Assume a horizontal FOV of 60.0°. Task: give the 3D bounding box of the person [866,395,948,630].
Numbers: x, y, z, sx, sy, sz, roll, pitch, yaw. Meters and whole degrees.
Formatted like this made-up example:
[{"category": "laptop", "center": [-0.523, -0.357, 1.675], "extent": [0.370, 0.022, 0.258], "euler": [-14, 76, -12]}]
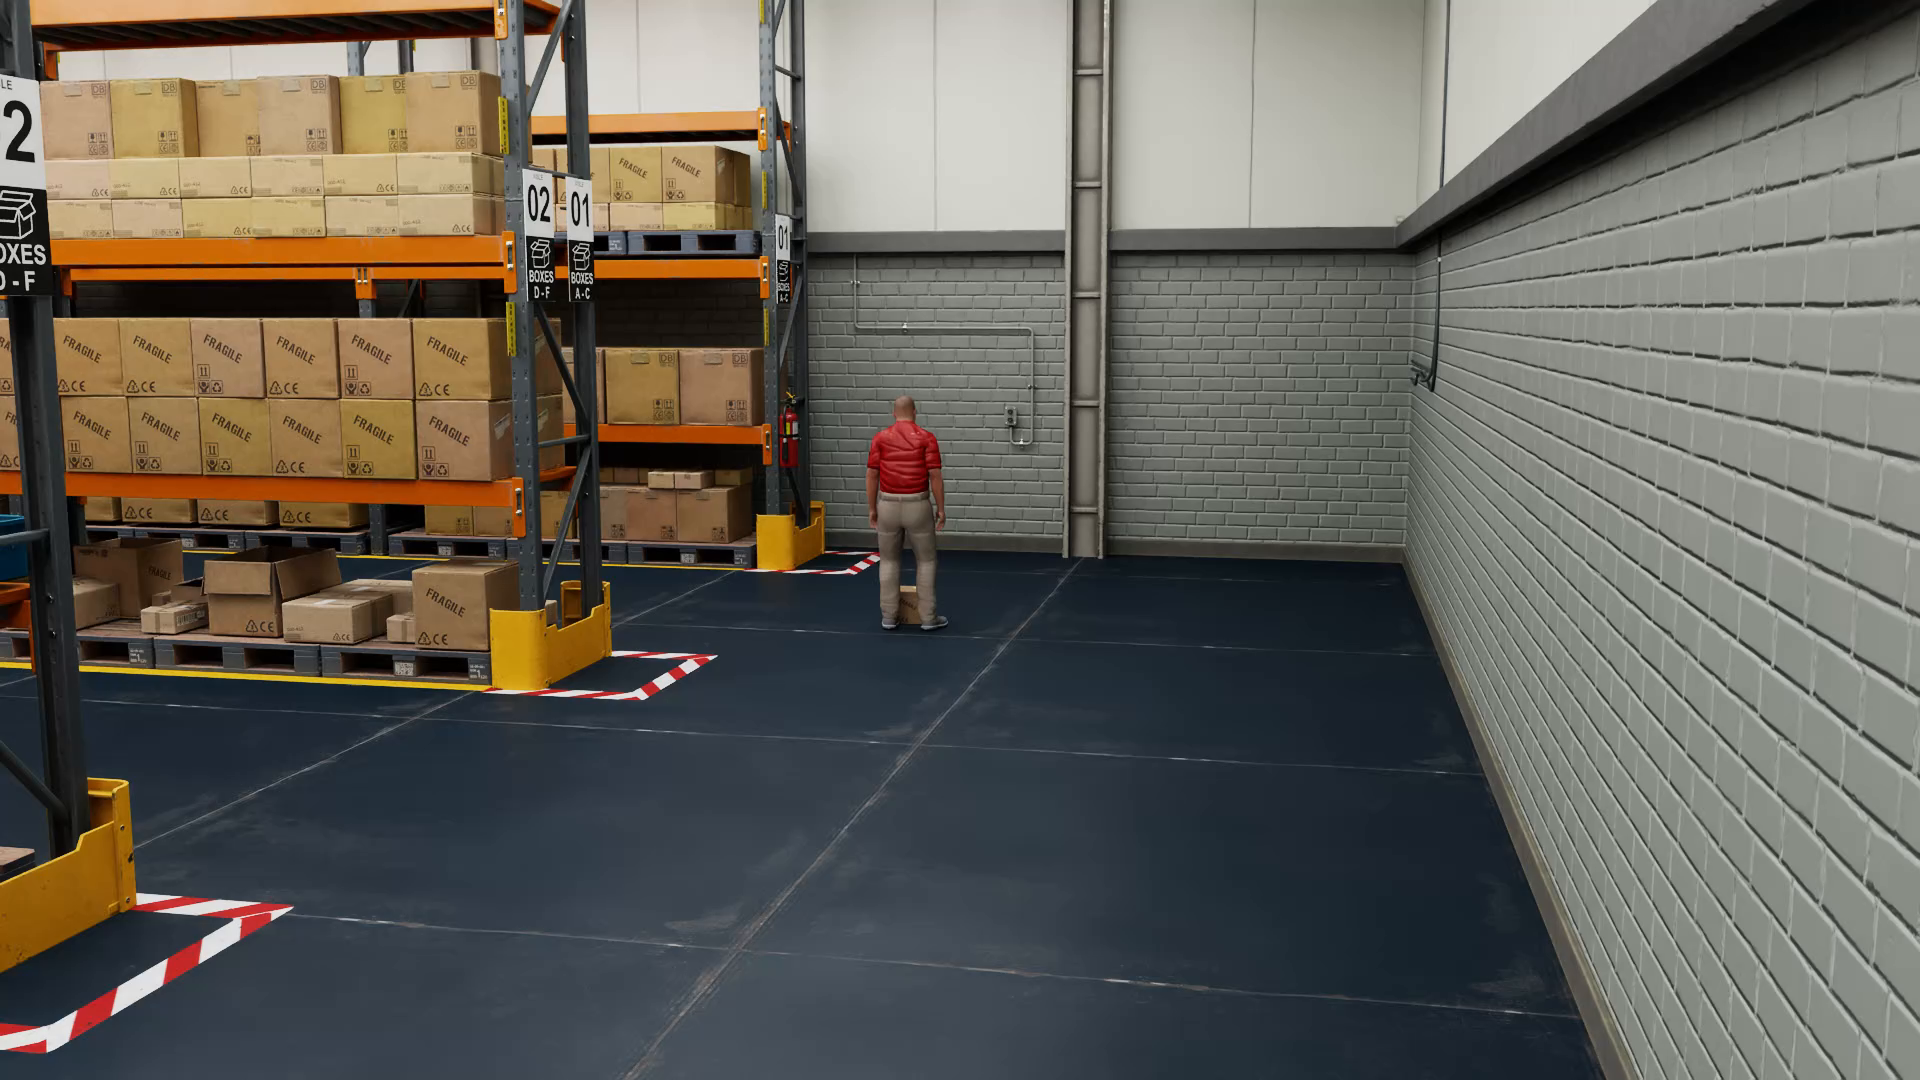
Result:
[{"category": "person", "center": [-0.398, -0.203, 12.324], "extent": [0.586, 1.727, 0.390], "euler": [2, 8, 11]}]
